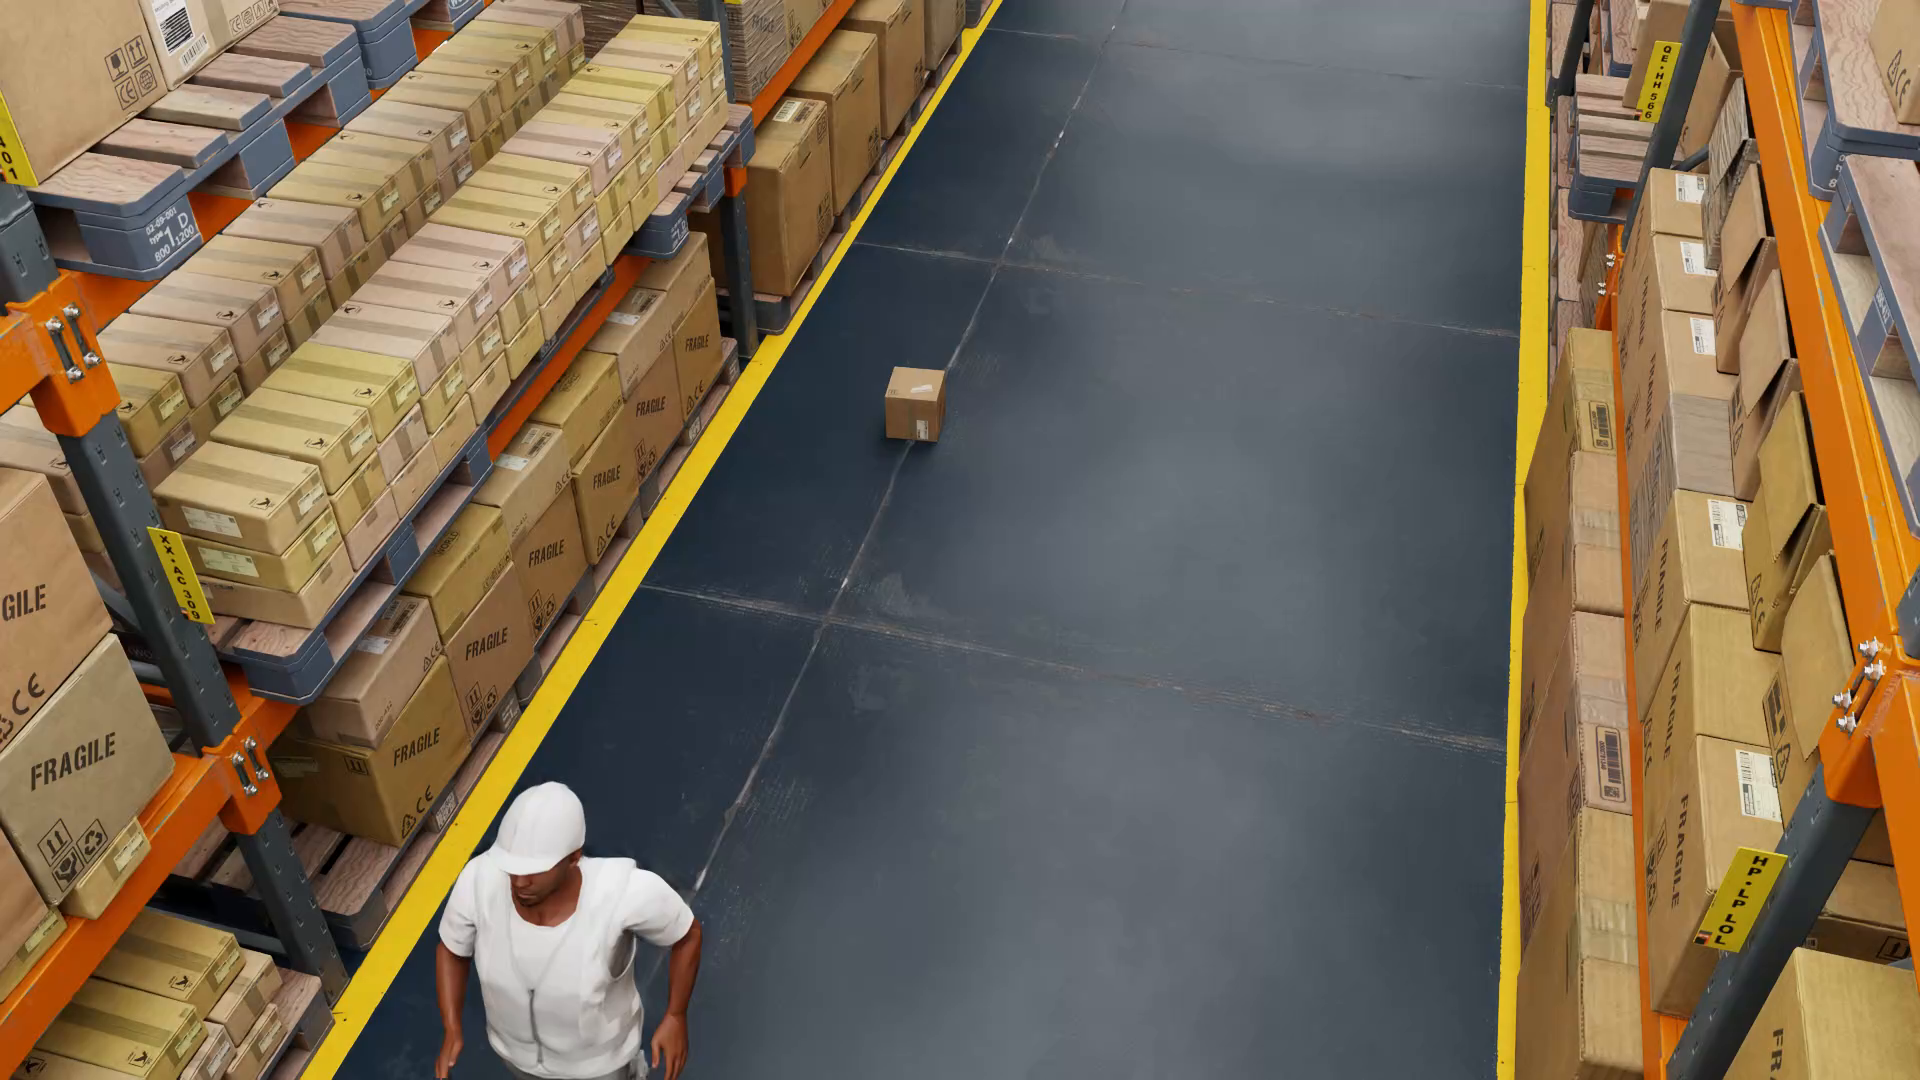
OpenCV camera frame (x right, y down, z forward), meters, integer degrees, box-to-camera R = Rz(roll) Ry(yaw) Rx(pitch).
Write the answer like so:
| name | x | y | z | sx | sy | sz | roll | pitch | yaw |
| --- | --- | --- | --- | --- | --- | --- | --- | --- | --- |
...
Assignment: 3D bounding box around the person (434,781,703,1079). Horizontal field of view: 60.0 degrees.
| name | x | y | z | sx | sy | sz | roll | pitch | yaw |
| --- | --- | --- | --- | --- | --- | --- | --- | --- | --- |
| person | -1.088 | 1.378 | 4.525 | 0.678 | 1.740 | 0.886 | 10 | 42 | 11 |
